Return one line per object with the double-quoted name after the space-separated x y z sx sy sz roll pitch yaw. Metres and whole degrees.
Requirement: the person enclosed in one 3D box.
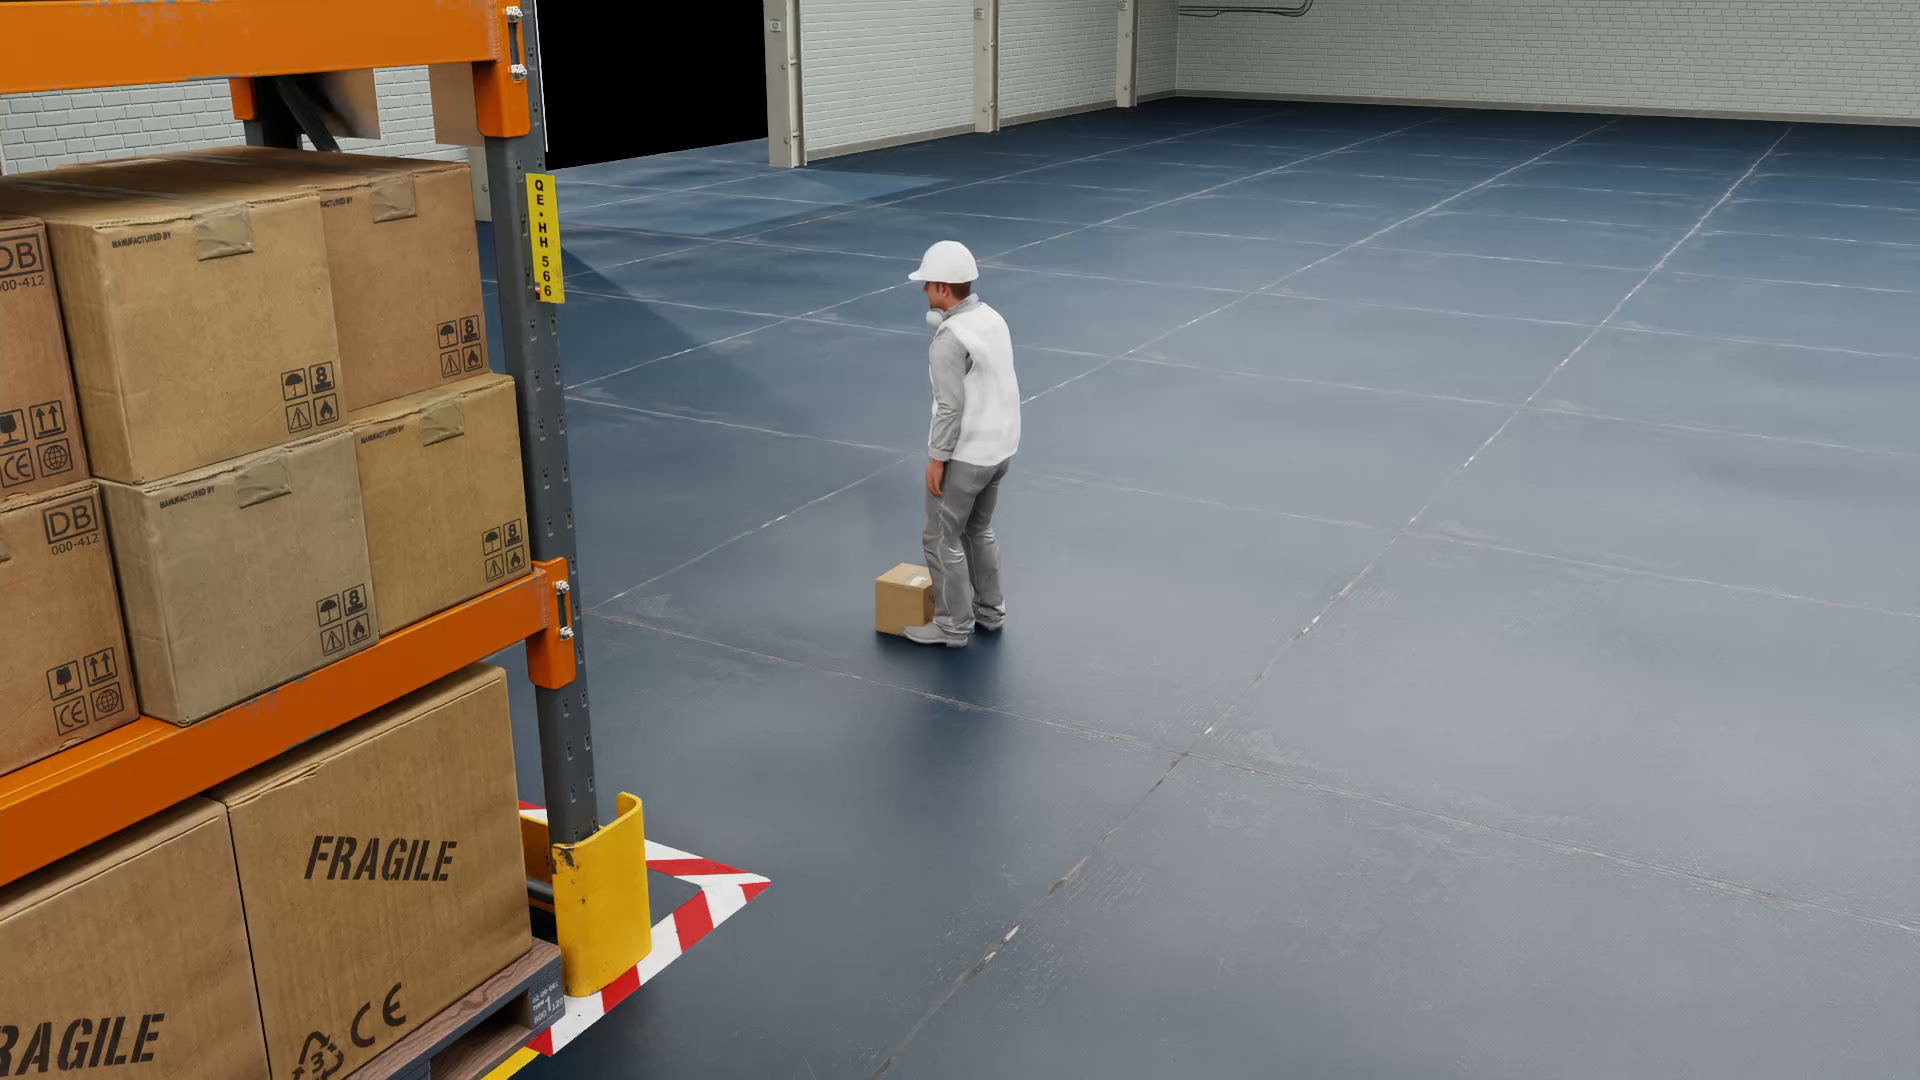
0.012 -0.399 7.170 0.476 1.769 0.582 9 21 25 "person"
